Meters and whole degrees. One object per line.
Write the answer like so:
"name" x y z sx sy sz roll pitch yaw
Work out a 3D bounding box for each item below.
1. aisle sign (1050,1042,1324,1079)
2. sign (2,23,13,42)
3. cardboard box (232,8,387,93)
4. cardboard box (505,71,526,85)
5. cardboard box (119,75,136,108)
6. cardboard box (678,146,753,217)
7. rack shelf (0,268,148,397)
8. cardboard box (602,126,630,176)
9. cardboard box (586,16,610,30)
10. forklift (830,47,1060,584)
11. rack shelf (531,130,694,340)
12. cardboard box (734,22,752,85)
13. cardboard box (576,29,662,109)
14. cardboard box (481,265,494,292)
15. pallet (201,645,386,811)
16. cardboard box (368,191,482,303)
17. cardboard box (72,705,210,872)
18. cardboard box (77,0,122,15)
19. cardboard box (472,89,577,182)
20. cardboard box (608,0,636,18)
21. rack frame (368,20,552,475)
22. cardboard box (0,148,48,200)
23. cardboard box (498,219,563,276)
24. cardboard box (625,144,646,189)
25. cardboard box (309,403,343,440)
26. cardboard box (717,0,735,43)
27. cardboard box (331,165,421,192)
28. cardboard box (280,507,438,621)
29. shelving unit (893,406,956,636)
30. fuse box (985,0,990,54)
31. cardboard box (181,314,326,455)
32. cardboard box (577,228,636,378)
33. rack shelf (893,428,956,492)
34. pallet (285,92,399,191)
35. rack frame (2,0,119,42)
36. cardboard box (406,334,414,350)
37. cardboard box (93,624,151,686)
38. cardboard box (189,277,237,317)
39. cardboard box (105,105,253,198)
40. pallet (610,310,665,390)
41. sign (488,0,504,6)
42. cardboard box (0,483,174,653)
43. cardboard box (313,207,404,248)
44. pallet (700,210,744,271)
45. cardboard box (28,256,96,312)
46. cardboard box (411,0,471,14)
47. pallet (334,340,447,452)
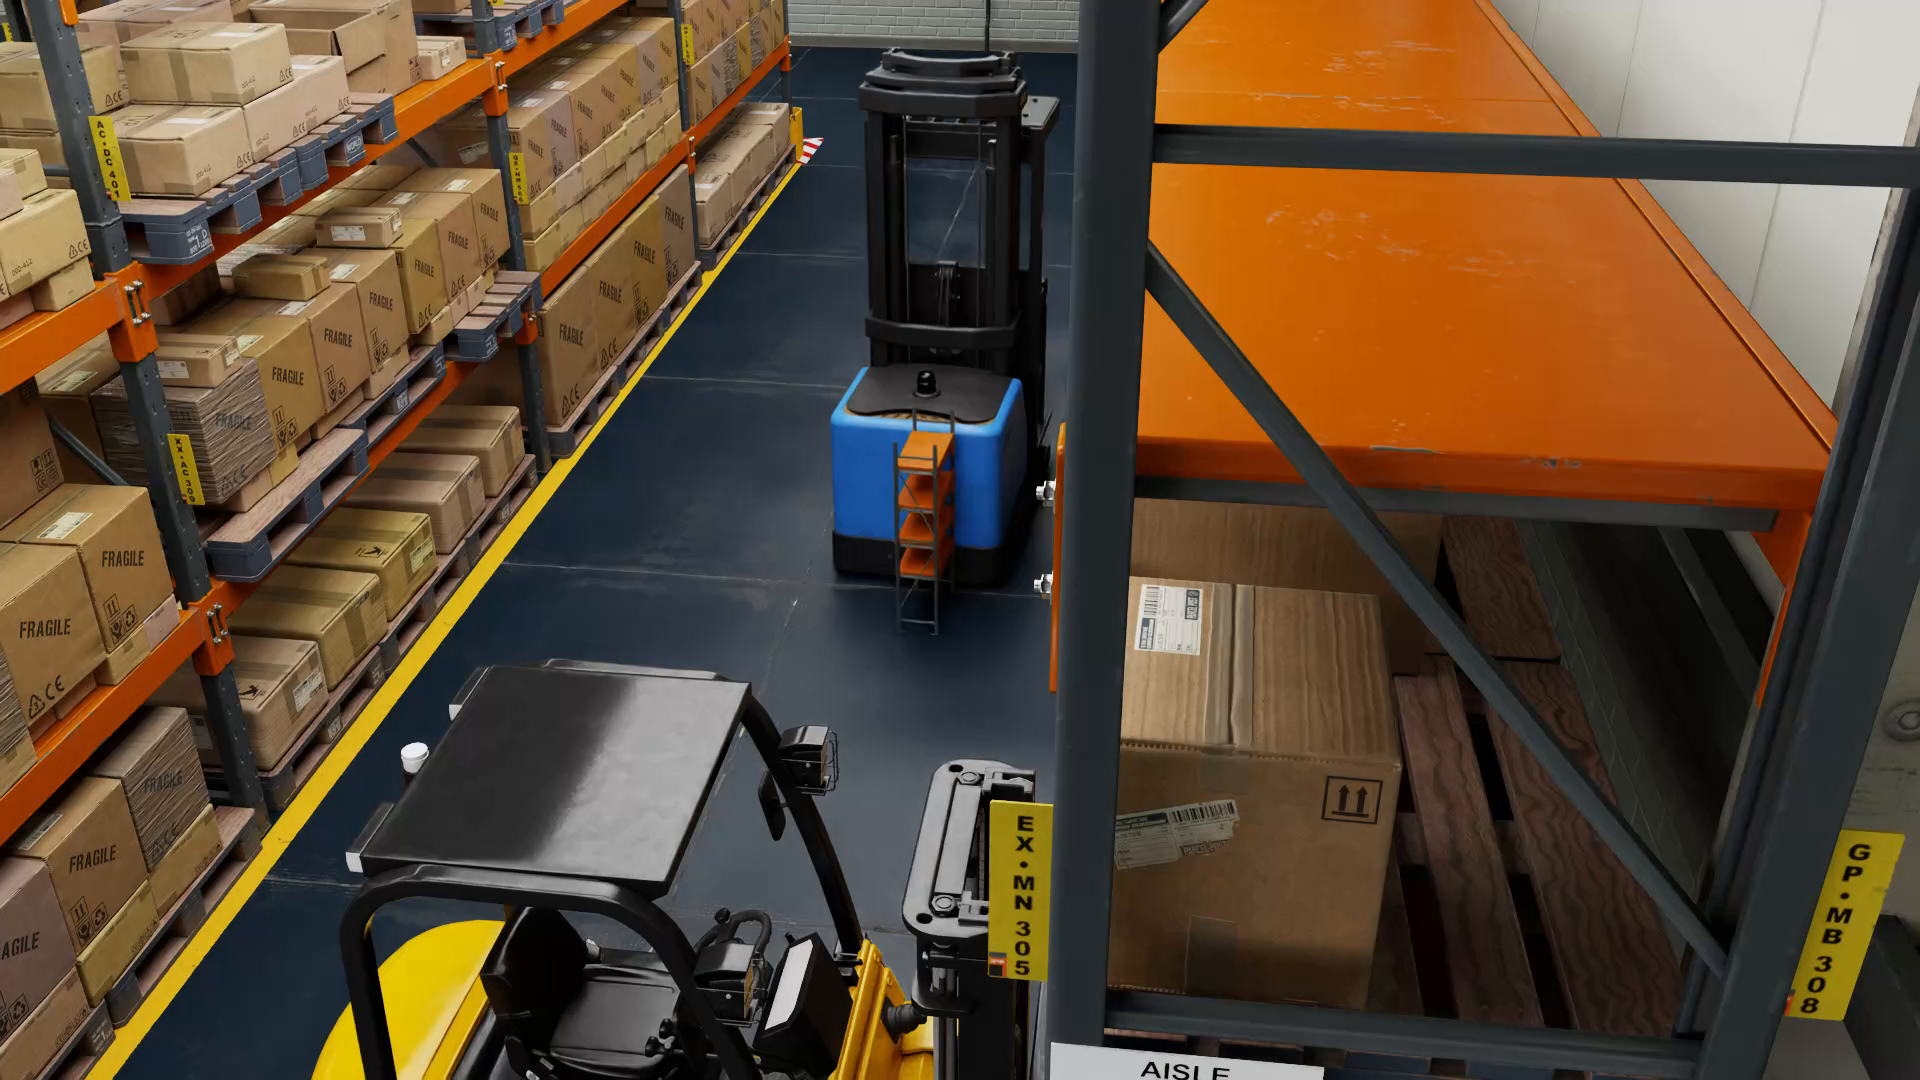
"aisle sign" 0.329 1.096 2.604 0.394 0.787 0.004 3 28 6
"sign" -8.292 -4.358 14.555 0.100 0.325 0.005 3 28 6
"cardboard box" -3.476 -2.472 8.696 0.797 0.503 0.637 3 28 6
"cardboard box" -3.392 -3.044 11.869 0.500 0.500 0.500 3 28 6
"cardboard box" -3.813 -1.903 7.465 0.500 0.250 0.500 4 29 7
"cardboard box" -2.535 -3.476 16.090 0.875 0.438 0.875 3 28 5
"rack shelf" -4.053 -0.005 4.985 1.077 0.370 4.000 3 28 6
"cardboard box" -2.798 -2.919 12.428 0.500 0.250 0.500 4 29 7
"cardboard box" -3.167 -4.002 13.649 0.500 0.500 0.500 4 29 7
"forklift" 0.013 -1.706 10.619 1.130 2.935 3.031 5 29 10
"rack shelf" -3.073 -2.450 12.686 1.077 0.370 4.000 3 28 6
"cardboard box" -2.314 -4.671 15.944 0.500 0.500 0.500 4 29 8
"cardboard box" -2.689 -3.724 13.132 0.500 0.500 0.500 4 29 7
"cardboard box" -3.085 -1.601 10.174 0.380 0.149 0.250 4 29 7
"pallet" -3.714 0.918 8.615 1.003 0.211 1.213 3 28 6
"cardboard box" -3.150 -1.711 9.694 0.500 0.500 0.500 3 28 5
"cardboard box" -3.614 1.047 7.102 0.500 0.500 0.500 3 28 5
"cardboard box" -7.456 -4.762 14.745 0.500 0.500 0.500 4 29 7
"cardboard box" -2.963 -2.762 11.346 0.500 0.500 0.500 3 29 6
"cardboard box" -3.044 -4.431 14.444 0.500 0.500 0.500 3 28 6
"rack frame" -3.318 -1.826 10.768 1.000 3.000 0.127 3 28 6
"cardboard box" -3.630 -1.342 6.132 0.380 0.149 0.250 4 29 7
"cardboard box" -3.008 -1.975 11.204 0.500 0.250 0.500 3 28 5
"cardboard box" -2.777 -2.940 12.996 0.500 0.250 0.500 3 28 5
"cardboard box" -3.355 -0.632 8.375 0.380 0.149 0.250 4 29 7
"cardboard box" -2.387 -4.881 15.279 0.500 0.500 0.500 4 29 7
"cardboard box" -3.603 -1.987 10.206 0.500 0.500 0.500 3 28 5
"cardboard box" -3.578 0.116 9.491 0.950 0.372 0.625 4 29 8
"shelving unit" -0.197 -0.104 9.470 0.258 1.200 0.503 5 29 10
"fuse box" 0.397 -7.489 22.639 0.539 1.711 0.414 3 28 6
"cardboard box" -3.405 -0.742 7.896 0.500 0.500 0.500 3 29 6
"cardboard box" -3.037 -1.815 12.546 0.875 0.875 0.875 4 29 7
"rack shelf" -0.197 -0.450 9.283 0.258 0.148 0.480 5 29 10
"pallet" -3.503 -1.953 8.041 1.213 0.211 1.003 3 28 6
"rack frame" -7.753 -3.948 14.709 1.000 3.000 0.127 3 28 6
"cardboard box" -3.286 -1.121 9.282 0.380 0.149 0.250 4 29 7
"cardboard box" -3.568 0.455 6.800 0.380 0.149 0.250 4 29 7
"cardboard box" -3.850 -1.009 8.391 0.500 0.500 0.500 4 29 8
"cardboard box" -3.338 -1.634 6.965 0.500 0.250 0.500 3 28 5
"pallet" -2.994 -1.537 13.173 1.003 0.211 1.213 3 28 6
"sign" -2.779 -3.341 9.874 0.100 0.325 0.005 3 28 6
"cardboard box" -3.615 0.106 6.764 0.500 0.500 0.500 3 28 5
"cardboard box" -3.238 -1.684 8.960 0.380 0.149 0.250 2 28 4
"pallet" -2.657 -2.834 15.580 1.003 0.211 1.213 3 28 6
"cardboard box" -3.543 -0.986 6.312 0.380 0.149 0.250 3 29 6
"cardboard box" -3.421 -3.563 10.278 0.797 0.503 0.637 2 28 3
"pallet" -3.520 -0.807 9.079 1.003 0.211 1.213 3 28 6
